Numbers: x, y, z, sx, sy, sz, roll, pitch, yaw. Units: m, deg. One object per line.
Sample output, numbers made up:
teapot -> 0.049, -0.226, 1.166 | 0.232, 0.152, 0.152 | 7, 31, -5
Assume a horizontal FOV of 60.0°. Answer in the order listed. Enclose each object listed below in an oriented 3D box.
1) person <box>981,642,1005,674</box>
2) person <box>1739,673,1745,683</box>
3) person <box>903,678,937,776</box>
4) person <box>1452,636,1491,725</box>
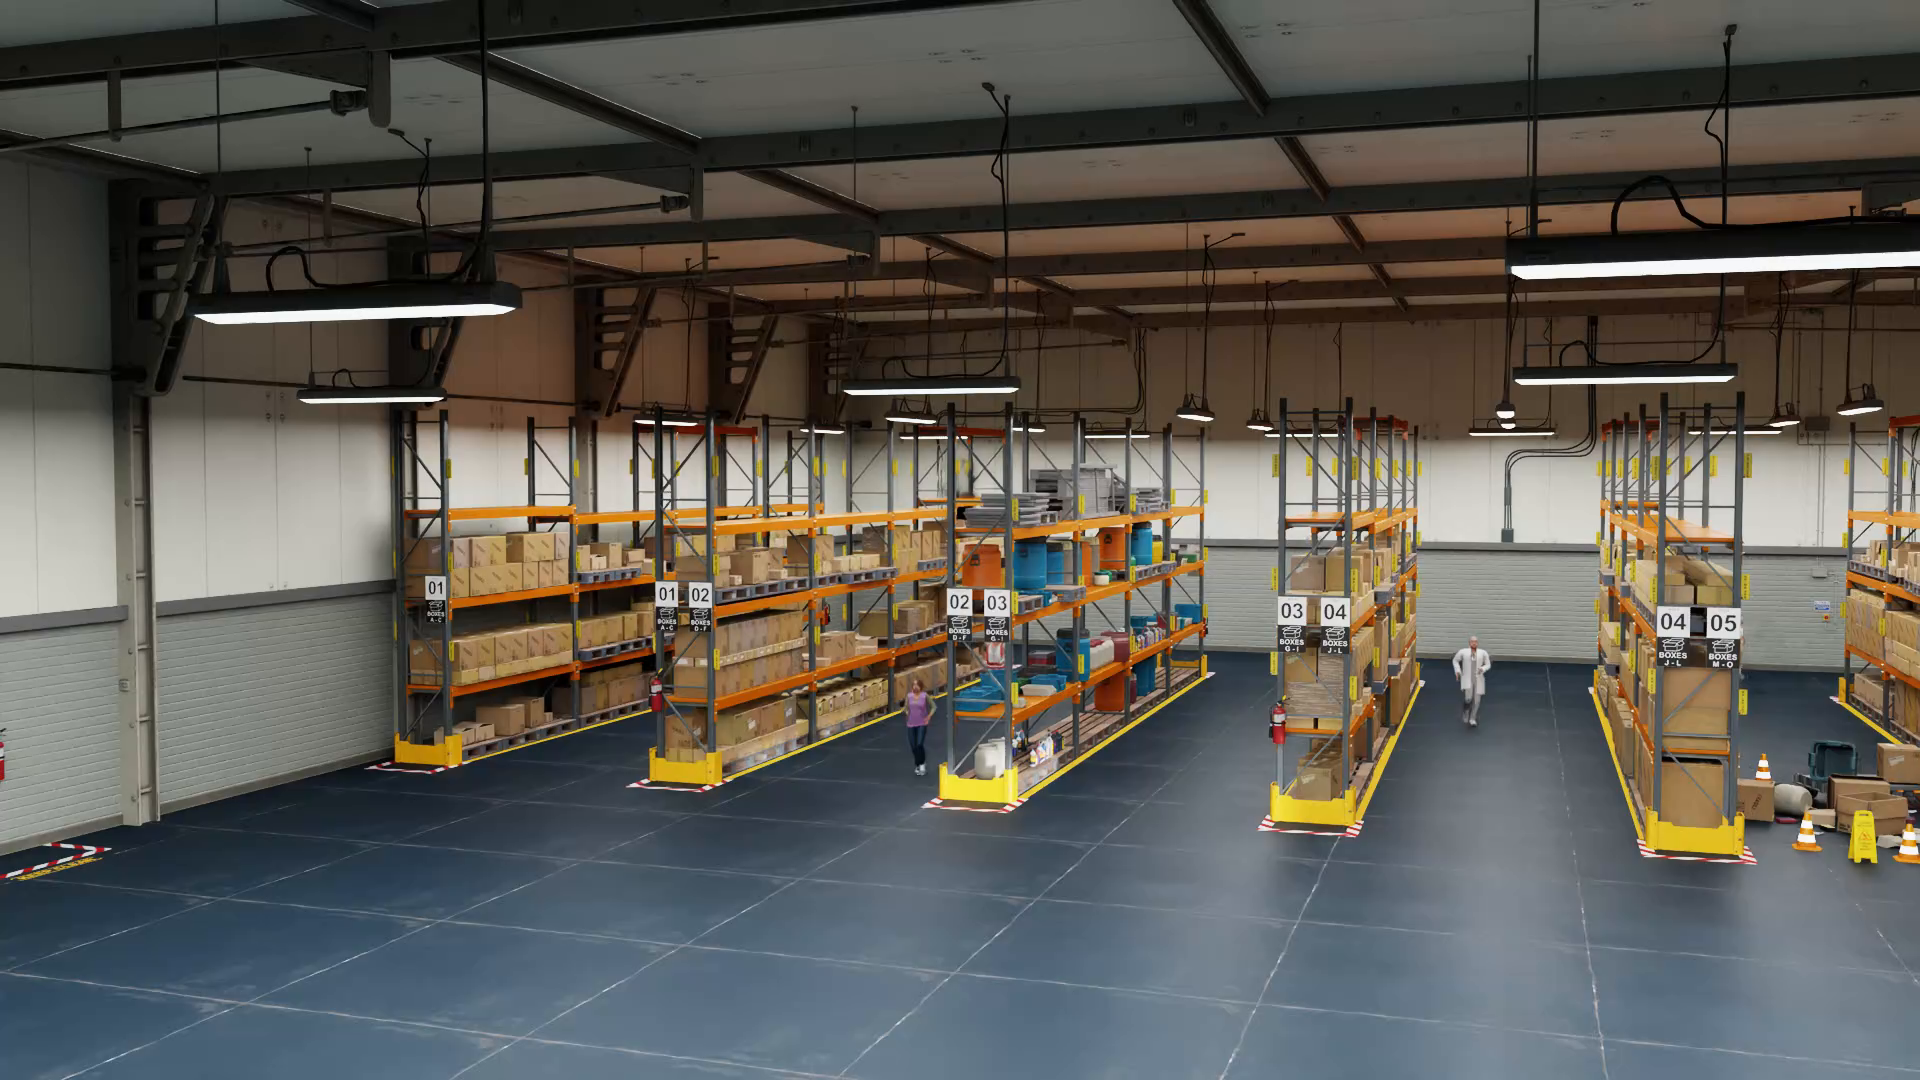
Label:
person -> 0.730, 2.666, 33.608 | 0.597, 1.803, 0.967 | 0, 2, 5
person -> 17.314, 2.554, 37.623 | 0.856, 1.645, 0.609 | 1, 3, 19
person -> -0.692, 3.046, 27.039 | 0.516, 1.588, 0.608 | 1, 3, 17
person -> 9.946, 2.739, 32.262 | 0.692, 1.737, 0.655 | 0, 2, 9
